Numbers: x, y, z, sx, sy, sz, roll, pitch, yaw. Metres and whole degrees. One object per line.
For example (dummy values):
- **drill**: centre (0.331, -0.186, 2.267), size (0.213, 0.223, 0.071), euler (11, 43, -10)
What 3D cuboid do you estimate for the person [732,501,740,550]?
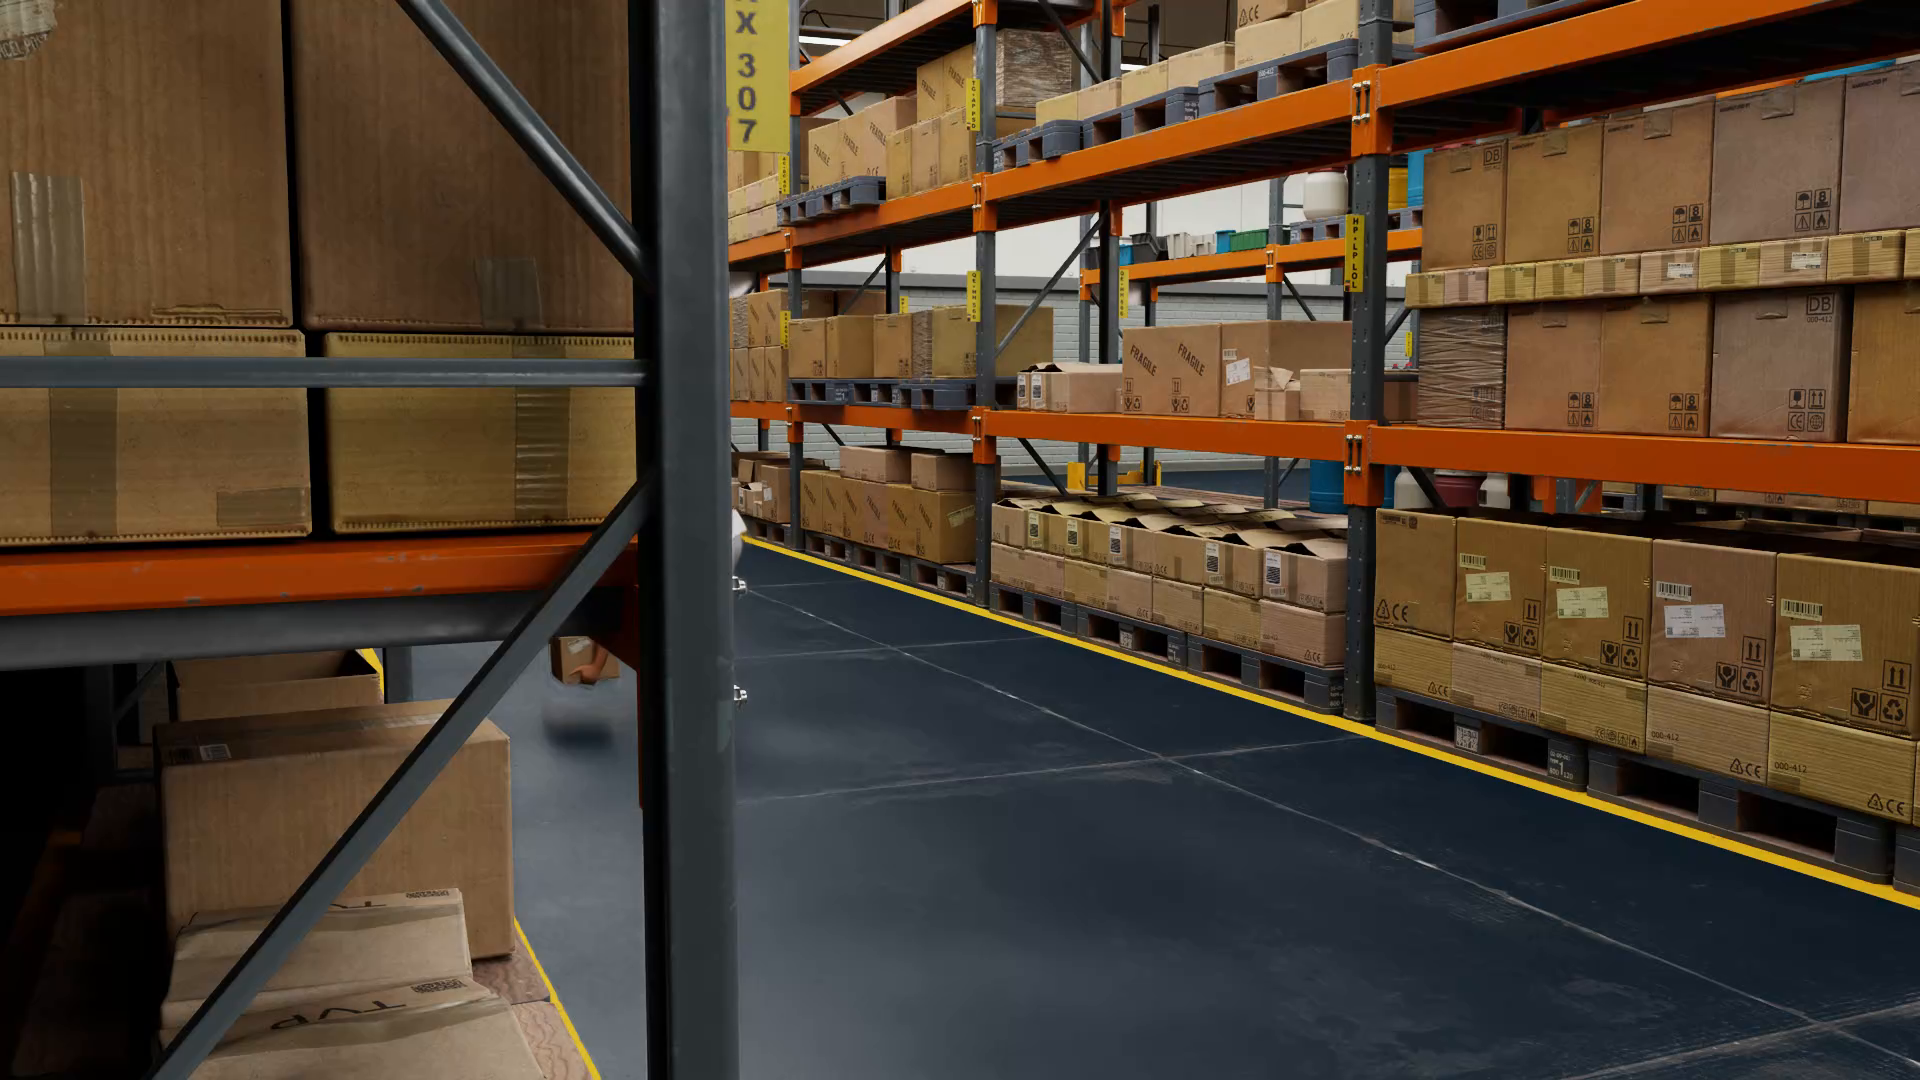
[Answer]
- **person**: centre (-1.417, 0.141, 7.356), size (0.875, 1.323, 0.459), euler (-3, 6, -25)
